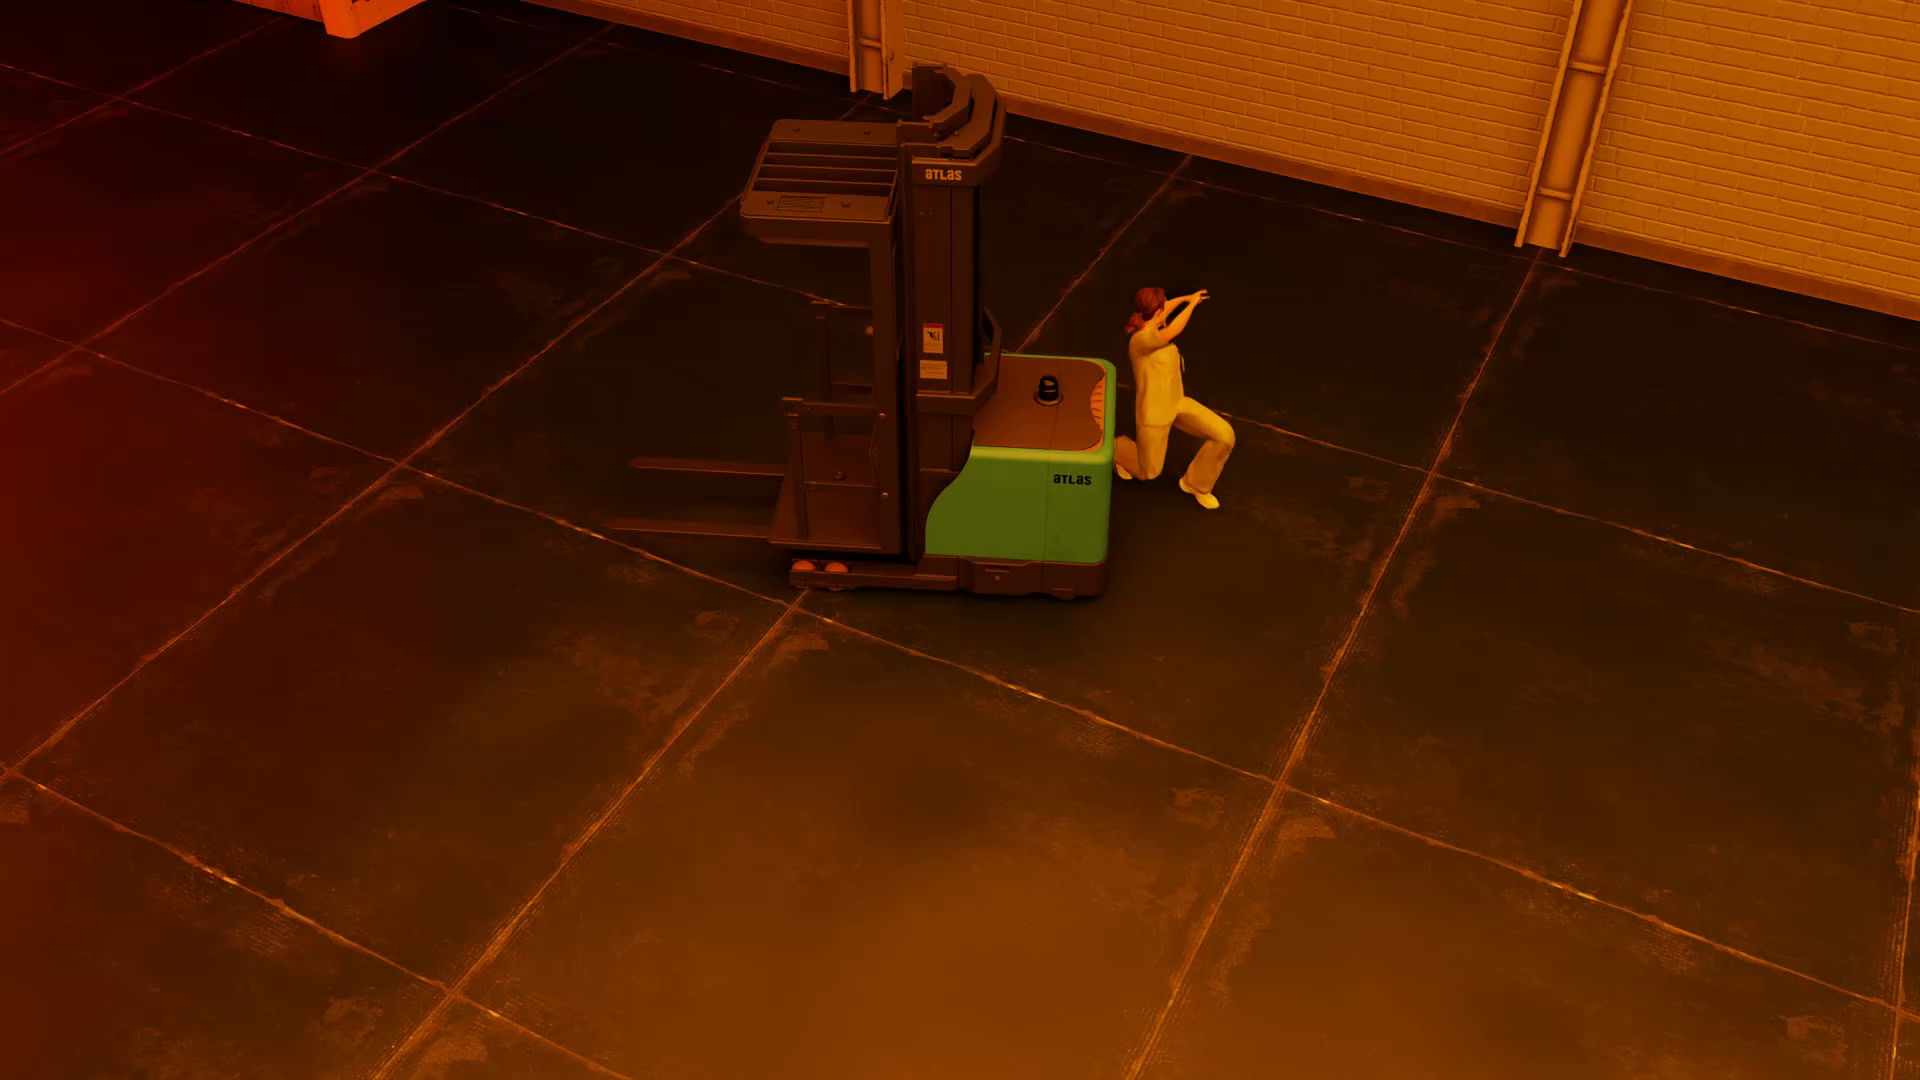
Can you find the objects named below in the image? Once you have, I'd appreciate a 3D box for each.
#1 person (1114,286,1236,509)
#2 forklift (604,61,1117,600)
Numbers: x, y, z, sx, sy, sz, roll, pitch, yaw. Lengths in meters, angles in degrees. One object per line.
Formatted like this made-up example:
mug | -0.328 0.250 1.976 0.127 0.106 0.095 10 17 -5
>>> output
person | 1.449 -0.969 10.345 0.880 1.399 0.962 30 48 30
forklift | -0.606 -1.157 9.360 3.031 2.935 1.130 3 40 4
